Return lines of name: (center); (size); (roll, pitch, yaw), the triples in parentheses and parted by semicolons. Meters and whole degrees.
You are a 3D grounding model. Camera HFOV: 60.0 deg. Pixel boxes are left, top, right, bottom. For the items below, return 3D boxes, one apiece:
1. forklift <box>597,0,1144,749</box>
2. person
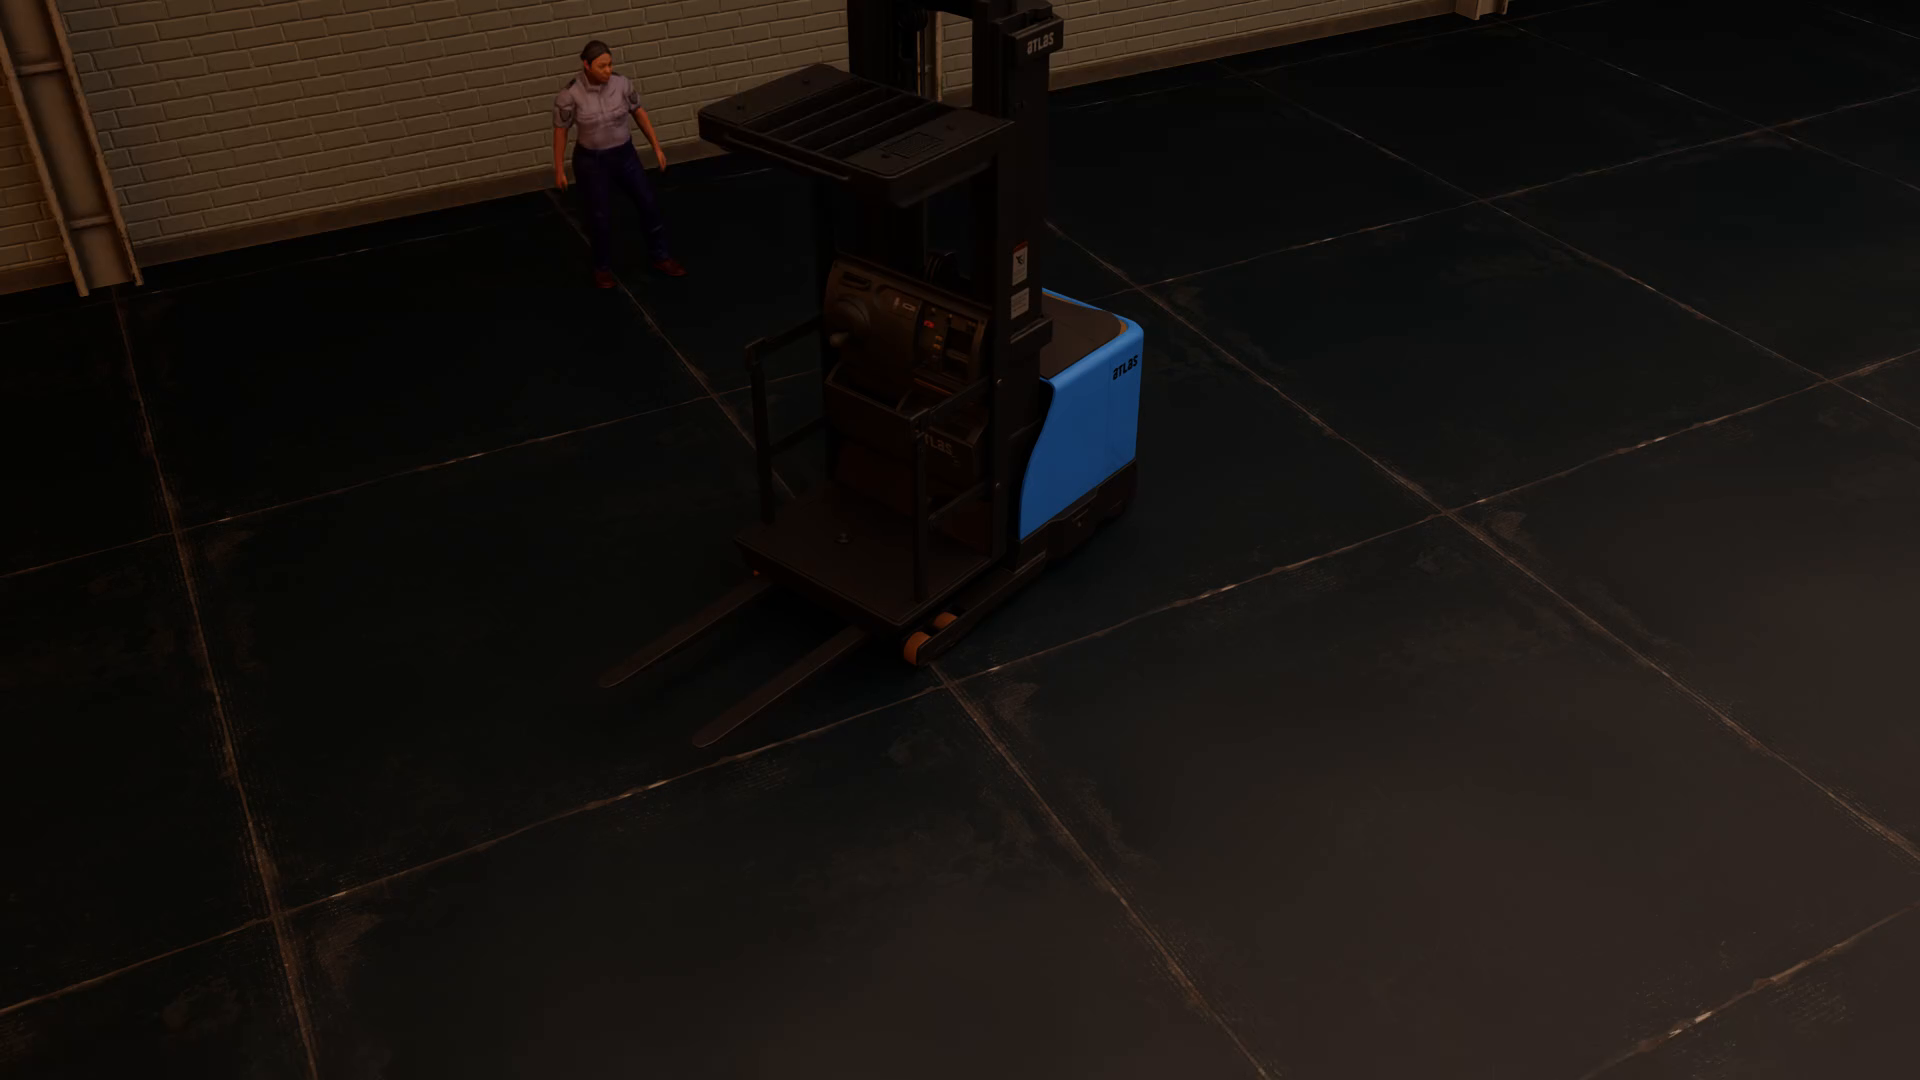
forklift: (-0.390, -0.927, 7.434); (1.130, 2.935, 3.031); (26, 43, 31)
person: (-2.235, -2.421, 10.684); (0.744, 1.627, 0.386); (-20, 40, -26)
